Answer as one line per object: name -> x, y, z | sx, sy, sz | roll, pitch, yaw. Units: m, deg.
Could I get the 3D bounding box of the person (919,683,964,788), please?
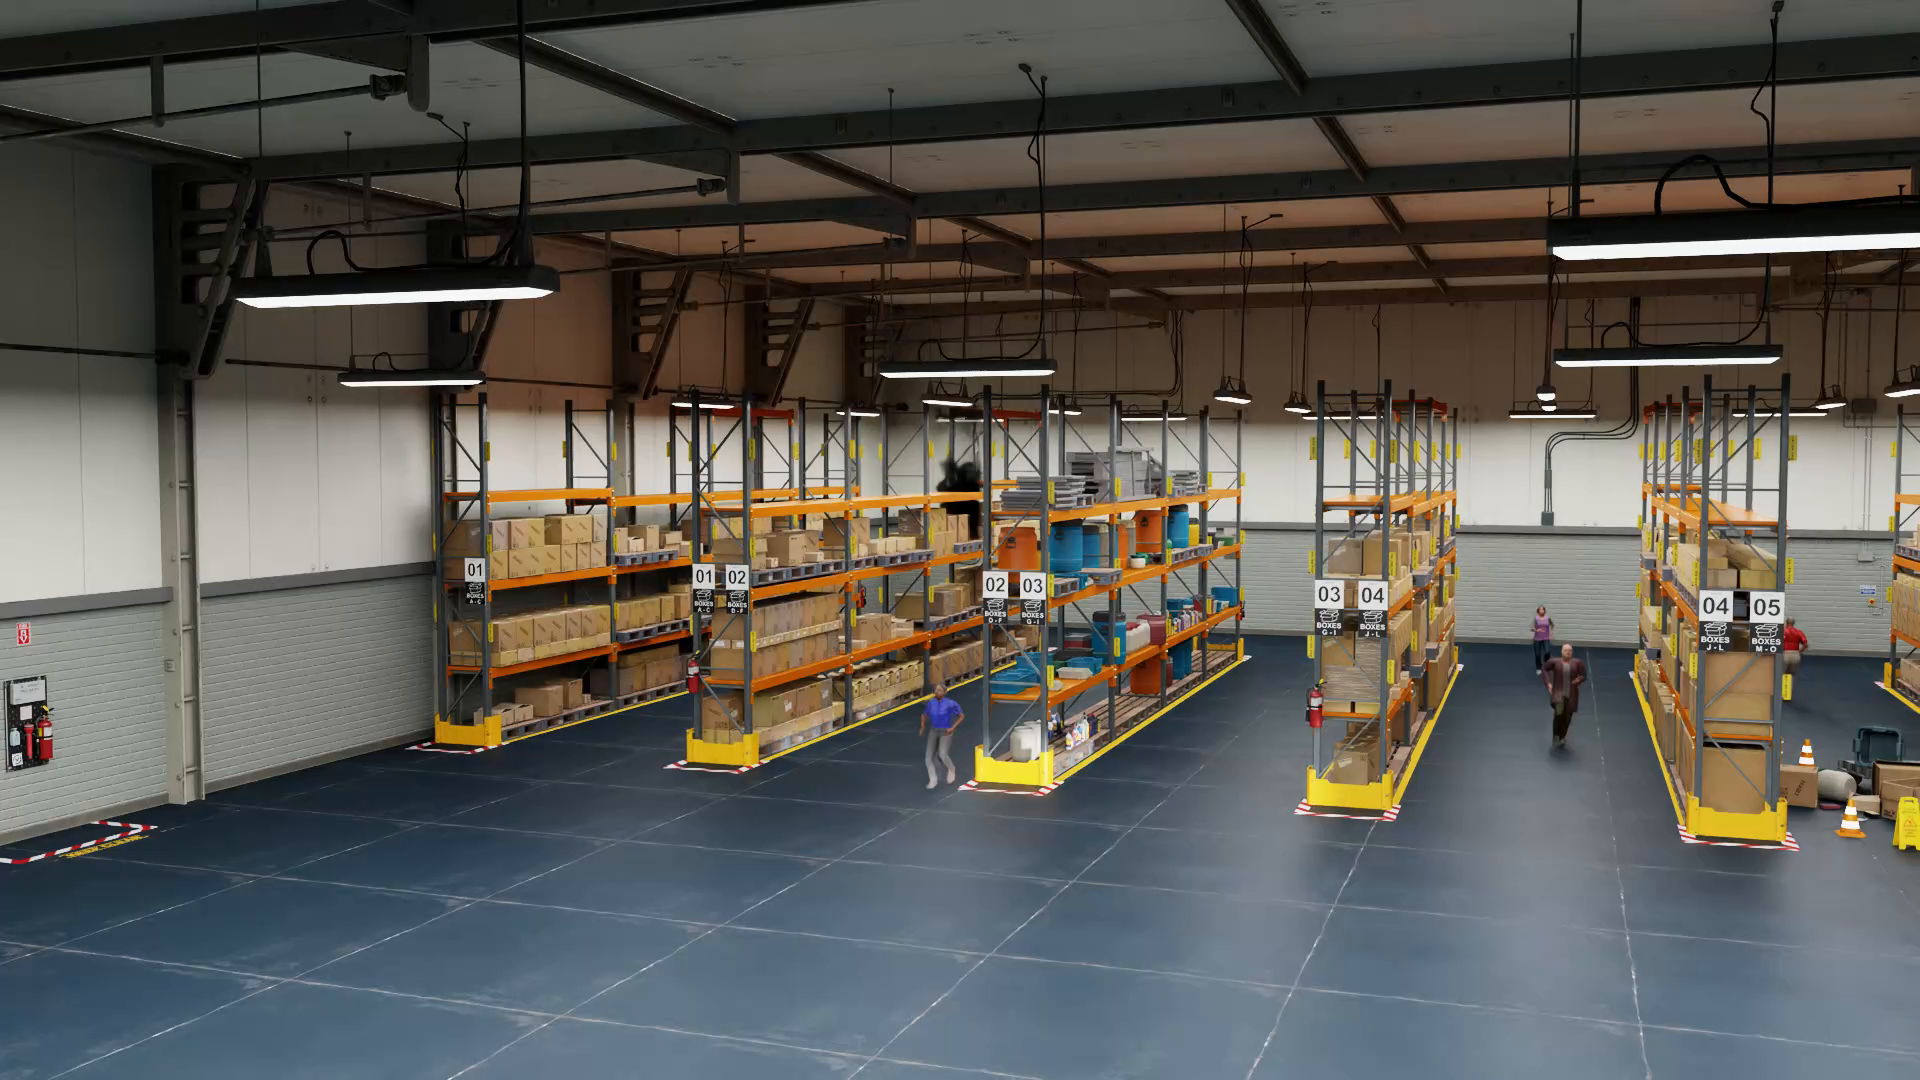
person -> -0.299, 2.925, 24.640 | 0.673, 1.617, 0.528 | 1, 3, 21

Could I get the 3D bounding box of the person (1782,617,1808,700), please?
person -> 16.650, 2.382, 33.391 | 0.648, 1.679, 0.597 | 1, 3, 11

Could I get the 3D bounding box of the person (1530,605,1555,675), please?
person -> 12.947, 2.235, 36.949 | 0.530, 1.562, 0.639 | 1, 3, 14

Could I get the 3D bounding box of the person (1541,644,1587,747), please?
person -> 10.204, 2.628, 28.047 | 0.697, 1.753, 0.752 | 1, 3, 10
